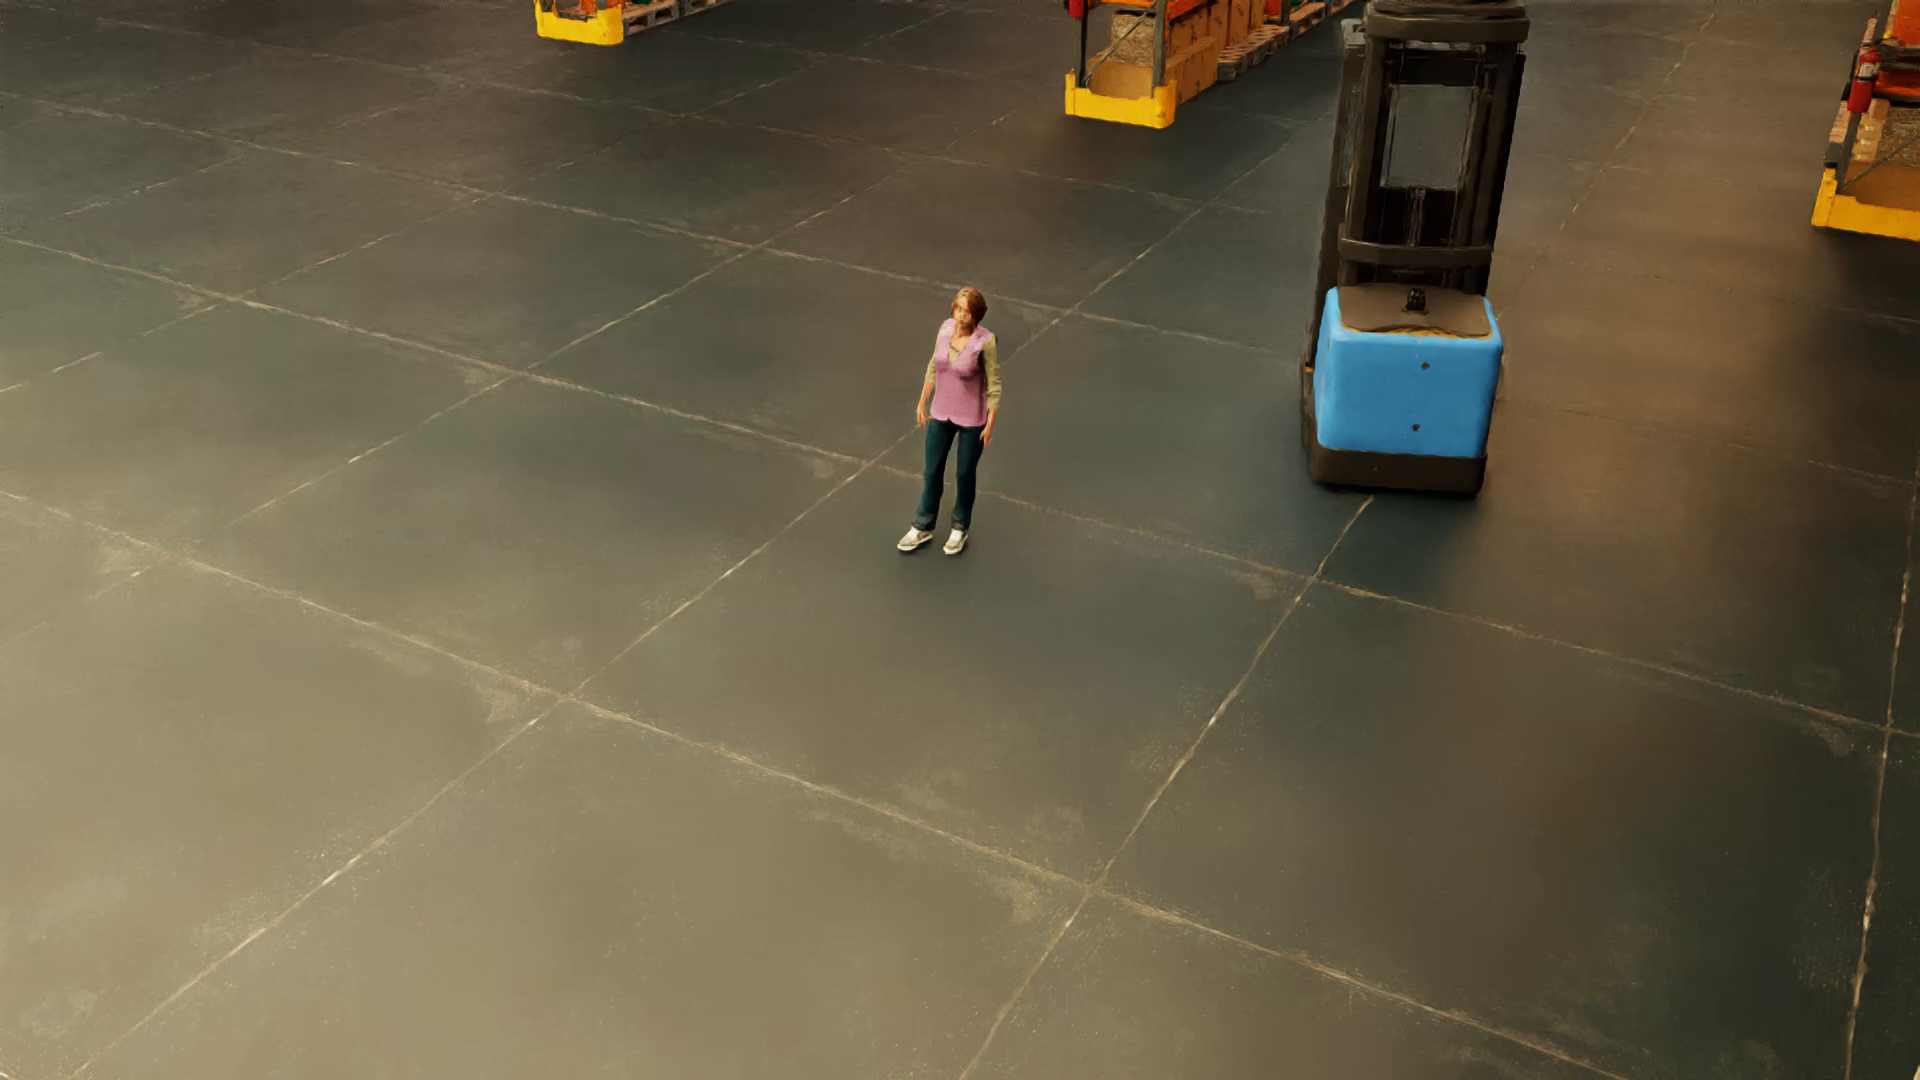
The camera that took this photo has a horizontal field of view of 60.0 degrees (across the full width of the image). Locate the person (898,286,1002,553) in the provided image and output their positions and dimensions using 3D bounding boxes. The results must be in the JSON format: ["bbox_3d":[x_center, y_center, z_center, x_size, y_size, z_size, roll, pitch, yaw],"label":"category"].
[{"bbox_3d":[-0.048,-0.669,9.550,0.520,1.597,0.474,15,33,25],"label":"person"}]

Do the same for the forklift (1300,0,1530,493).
[{"bbox_3d":[2.975,-2.280,11.021,1.130,2.935,3.031,4,30,8],"label":"forklift"}]
